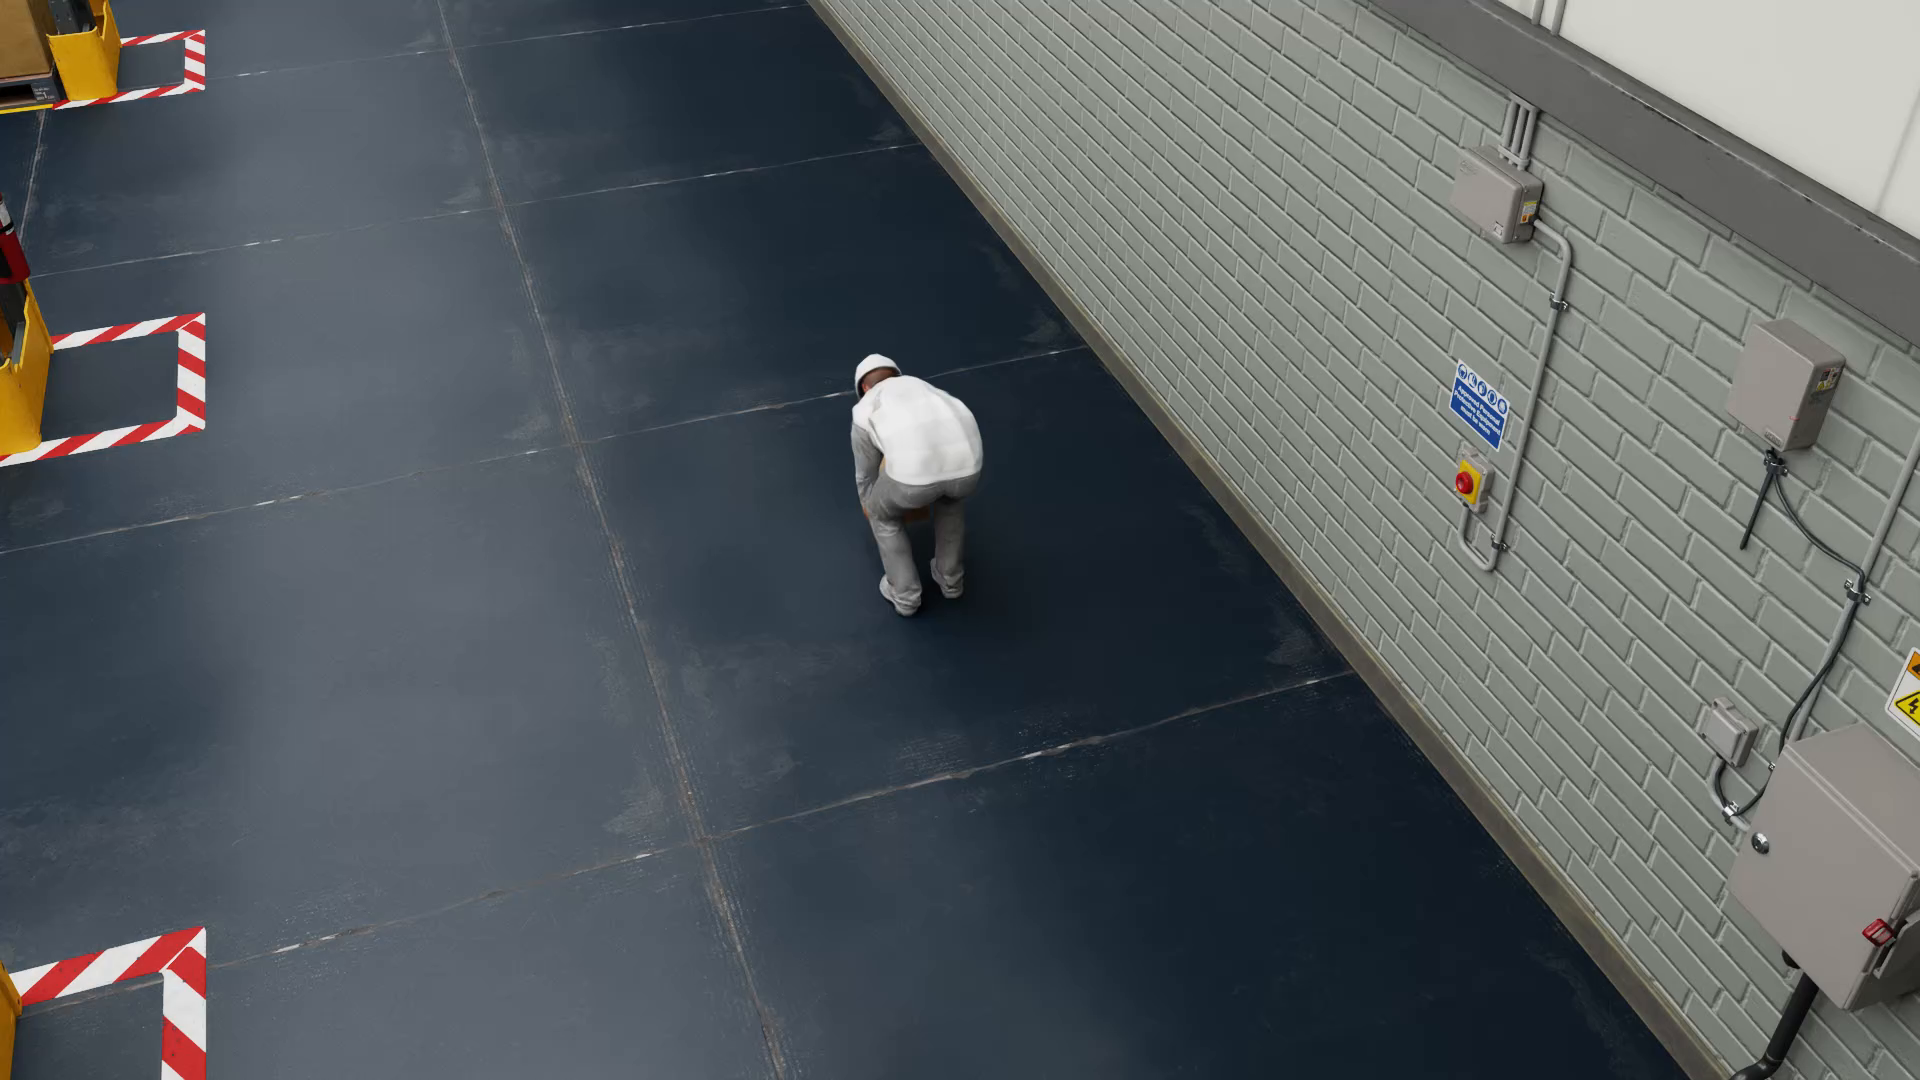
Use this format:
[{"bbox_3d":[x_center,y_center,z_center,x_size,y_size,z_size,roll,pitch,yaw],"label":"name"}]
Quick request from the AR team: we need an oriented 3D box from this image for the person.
[{"bbox_3d":[-0.246,-0.295,7.720,0.477,1.077,1.011,-14,40,-18],"label":"person"}]
